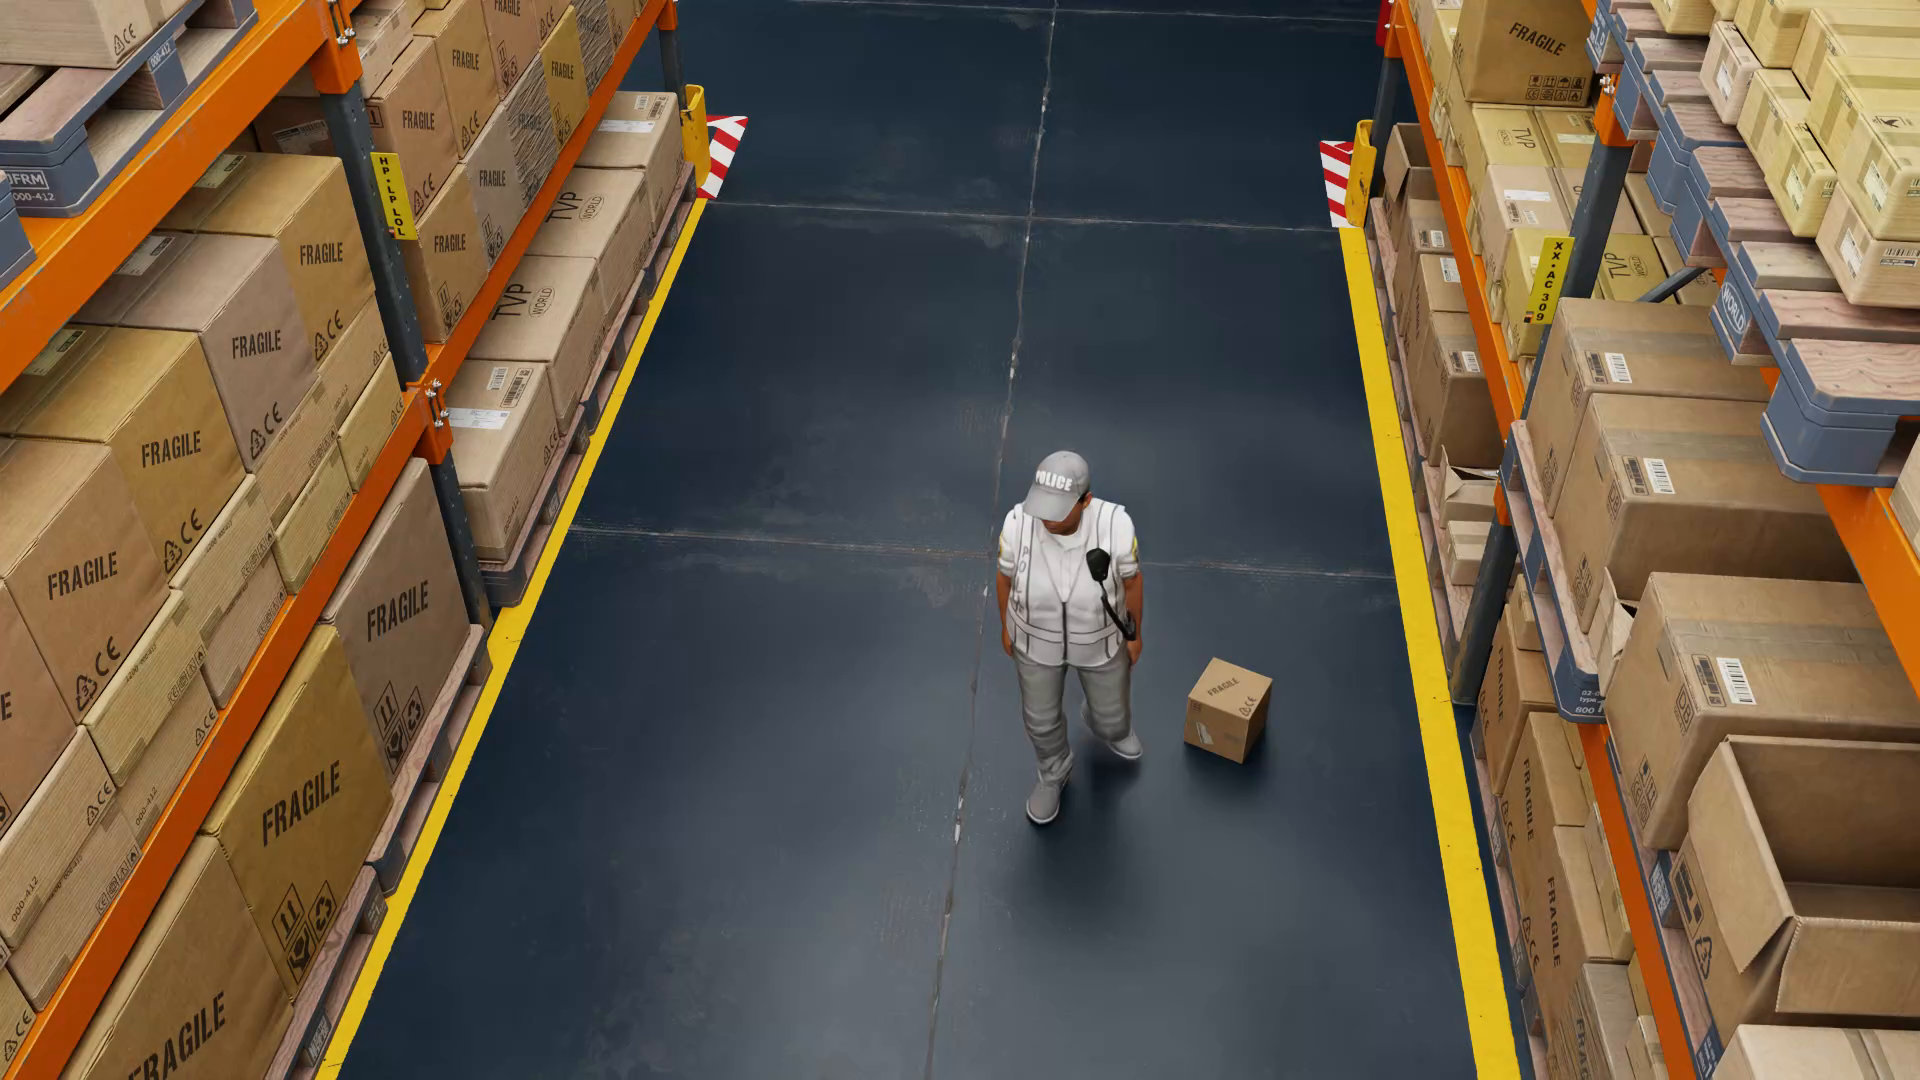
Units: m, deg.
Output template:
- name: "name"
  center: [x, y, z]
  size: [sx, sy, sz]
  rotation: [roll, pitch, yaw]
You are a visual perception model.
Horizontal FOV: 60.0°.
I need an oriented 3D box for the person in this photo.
- name: "person"
  center: [0.404, 0.303, 5.799]
  size: [0.559, 1.653, 0.581]
  rotation: [4, 41, 5]
